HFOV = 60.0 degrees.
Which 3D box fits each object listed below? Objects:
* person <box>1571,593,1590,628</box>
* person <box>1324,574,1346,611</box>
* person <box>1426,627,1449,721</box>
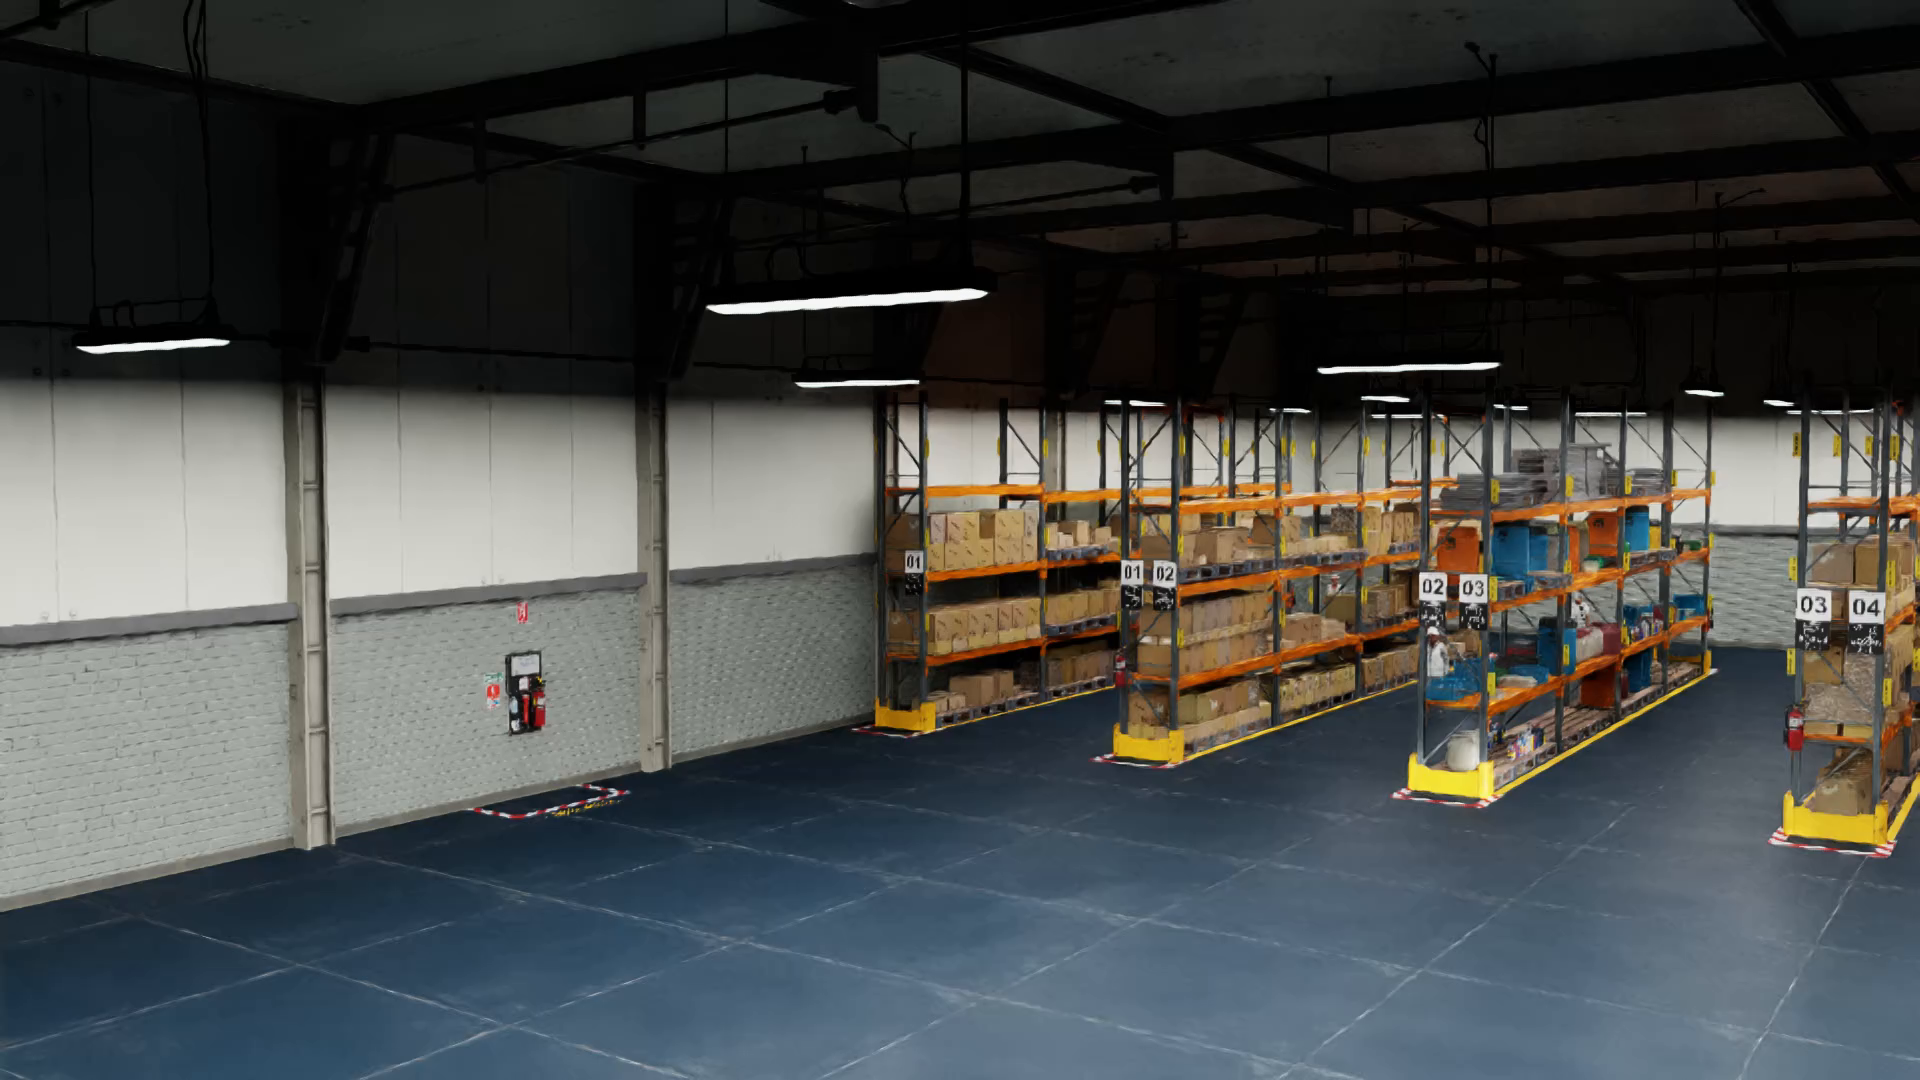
[{"bbox_3d":[14.606,2.020,39.246,0.481,1.583,1.093,2,4,32],"label":"person"},{"bbox_3d":[9.718,1.733,43.147,0.528,1.727,1.030,2,4,26],"label":"person"},{"bbox_3d":[8.722,2.447,30.538,0.555,1.725,1.029,2,4,33],"label":"person"}]
